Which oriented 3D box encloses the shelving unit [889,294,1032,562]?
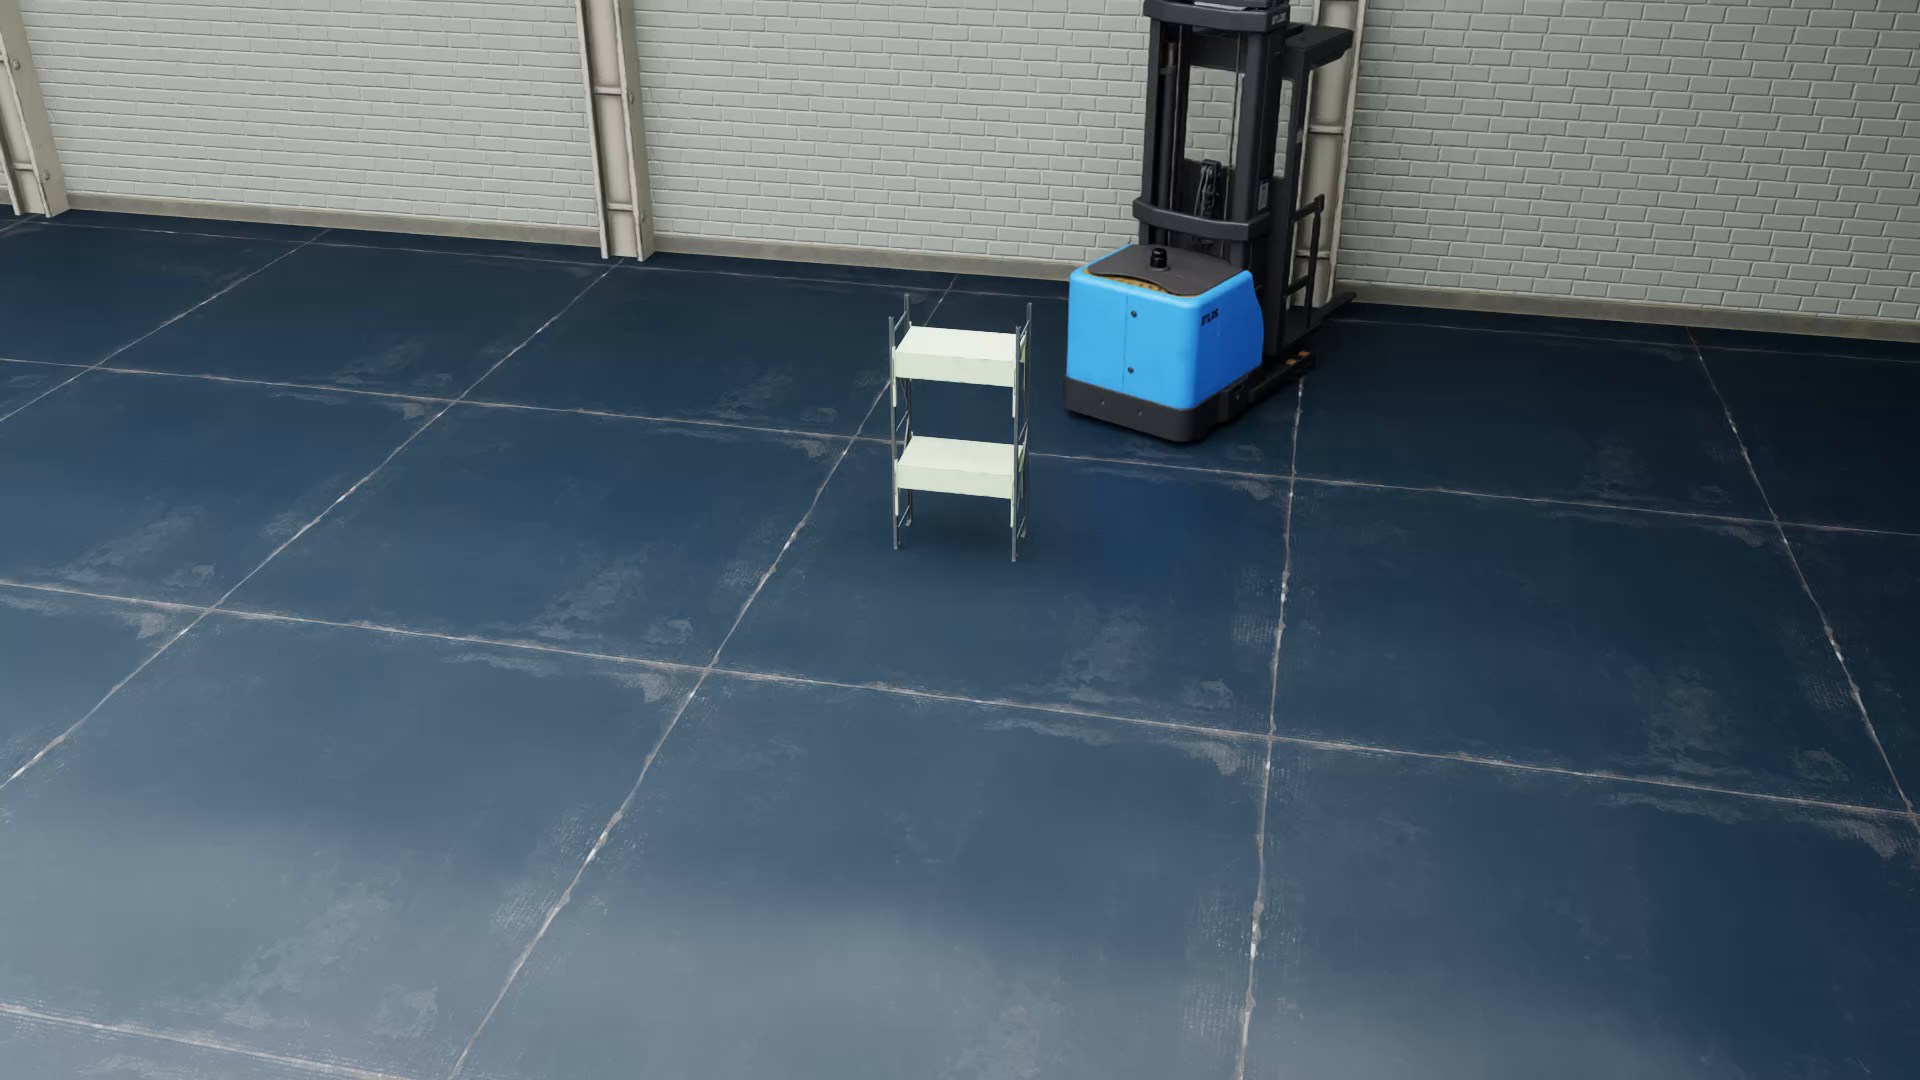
[{"bbox_3d":[0.007,-0.657,9.889,0.755,1.500,0.431,6,29,11],"label":"shelving unit"}]

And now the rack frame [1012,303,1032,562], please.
[{"bbox_3d":[0.364,-0.620,9.822,0.023,1.500,0.400,6,29,11],"label":"rack frame"}]

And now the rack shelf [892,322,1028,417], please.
[{"bbox_3d":[0.007,-1.000,9.701,0.720,0.370,0.431,6,29,11],"label":"rack shelf"}]

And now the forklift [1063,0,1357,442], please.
[{"bbox_3d":[2.026,-2.600,11.947,1.130,2.935,3.031,20,34,32],"label":"forklift"}]

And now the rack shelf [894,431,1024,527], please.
[{"bbox_3d":[0.007,-0.371,10.045,0.720,0.370,0.431,6,29,11],"label":"rack shelf"}]

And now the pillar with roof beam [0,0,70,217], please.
[{"bbox_3d":[-9.741,-5.098,10.191,0.400,9.000,9.100,6,29,11],"label":"pillar with roof beam"}]

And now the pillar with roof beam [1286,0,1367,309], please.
[{"bbox_3d":[1.994,-3.895,7.993,0.400,9.000,9.100,6,29,11],"label":"pillar with roof beam"}]

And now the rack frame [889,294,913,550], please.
[{"bbox_3d":[-0.351,-0.694,9.956,0.023,1.500,0.400,6,29,11],"label":"rack frame"}]

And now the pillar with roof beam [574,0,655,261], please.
[{"bbox_3d":[-3.873,-4.496,9.092,0.400,9.000,9.100,6,29,11],"label":"pillar with roof beam"}]
